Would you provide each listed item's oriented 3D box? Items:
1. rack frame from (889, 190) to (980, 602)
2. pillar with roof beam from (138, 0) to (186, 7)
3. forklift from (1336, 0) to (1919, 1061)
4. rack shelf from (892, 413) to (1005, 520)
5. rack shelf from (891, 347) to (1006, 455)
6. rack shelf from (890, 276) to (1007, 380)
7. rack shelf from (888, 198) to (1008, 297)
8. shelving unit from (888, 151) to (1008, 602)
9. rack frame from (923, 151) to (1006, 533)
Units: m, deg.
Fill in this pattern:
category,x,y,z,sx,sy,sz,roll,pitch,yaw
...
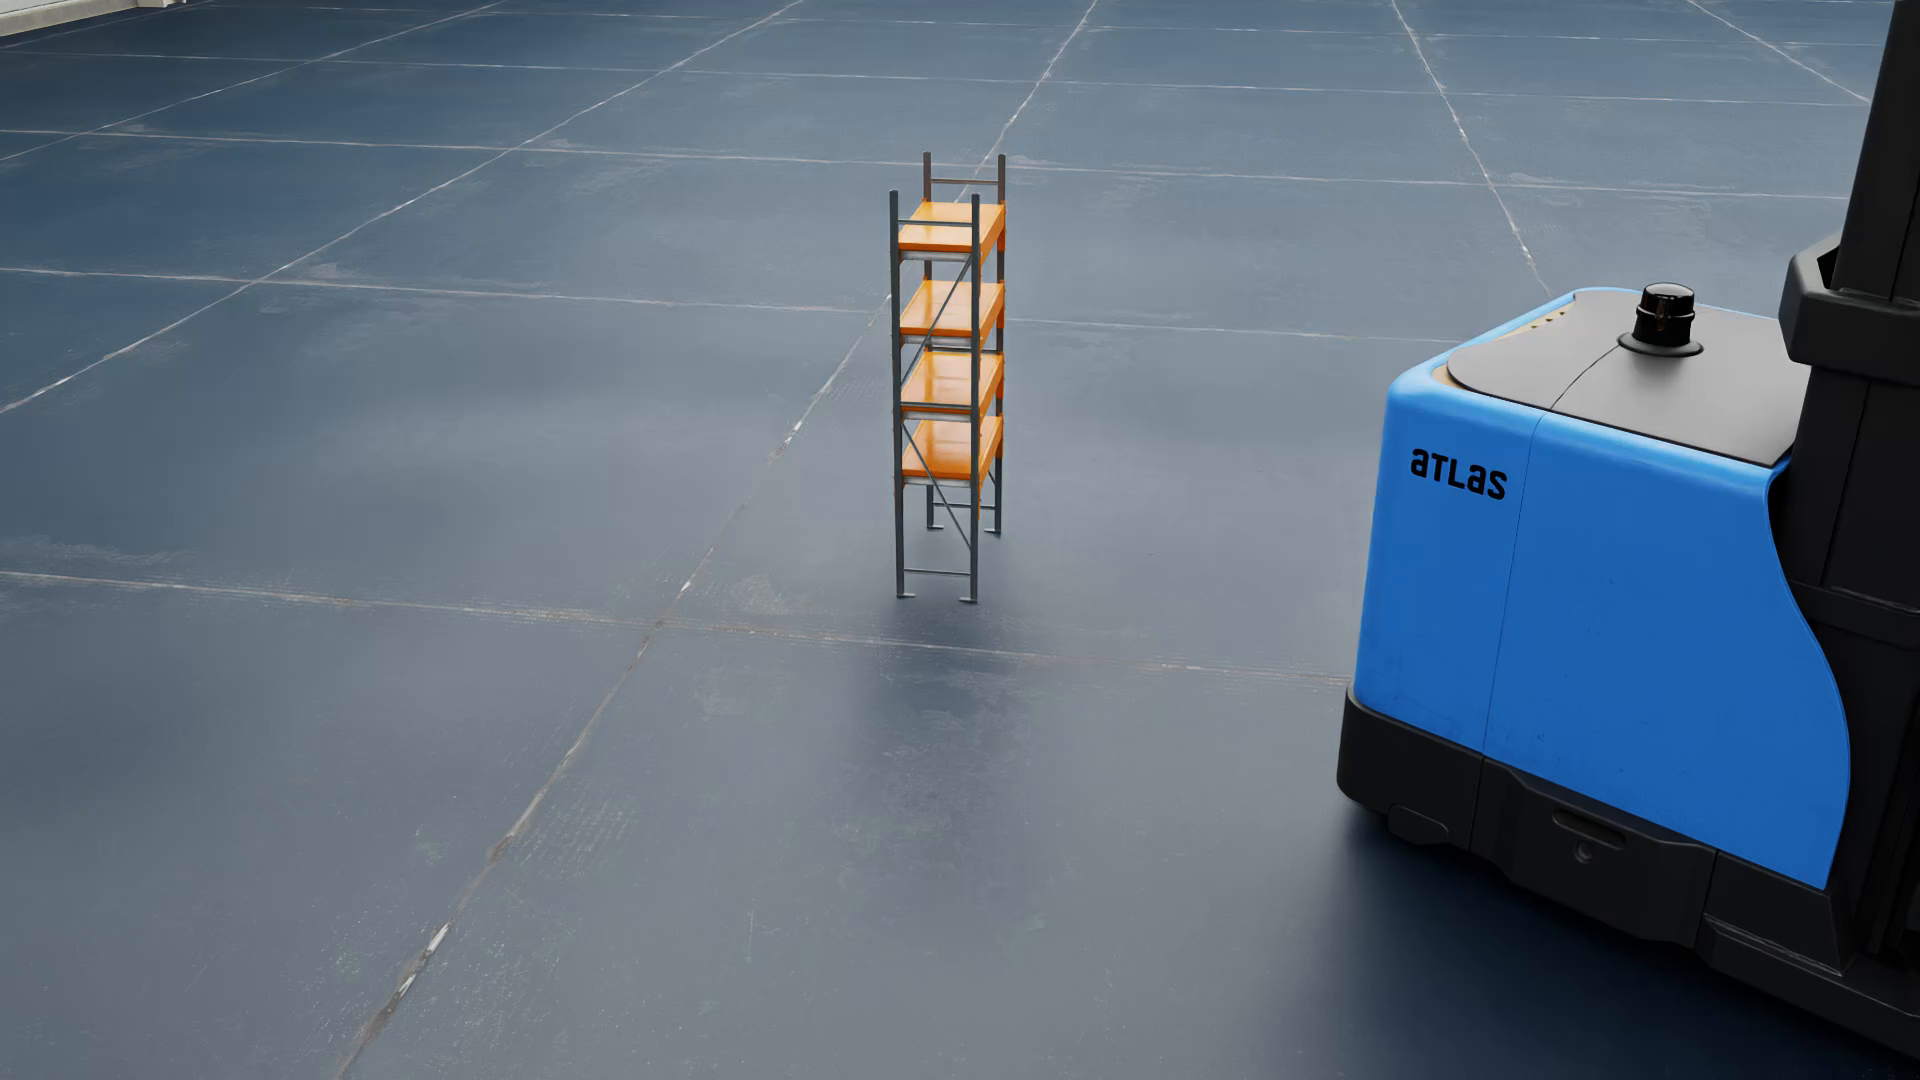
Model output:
category,x,y,z,sx,sy,sz,roll,pitch,yaw
rack frame,-0.067,-0.372,4.630,0.240,1.200,0.015,4,25,9
pillar with roof beam,-3.839,-9.200,14.290,9.100,9.000,0.400,4,25,9
forklift,2.296,-0.415,2.679,3.031,2.935,1.130,22,33,38
rack shelf,-0.027,-0.233,4.960,0.258,0.148,0.480,4,25,9
rack shelf,-0.027,-0.413,4.876,0.258,0.148,0.480,4,25,9
rack shelf,-0.027,-0.616,4.781,0.258,0.148,0.480,4,25,9
rack shelf,-0.027,-0.830,4.681,0.258,0.148,0.480,4,25,9
shelving unit,-0.027,-0.474,4.848,0.258,1.200,0.503,4,25,9
rack frame,0.013,-0.576,5.066,0.240,1.200,0.015,4,25,9
